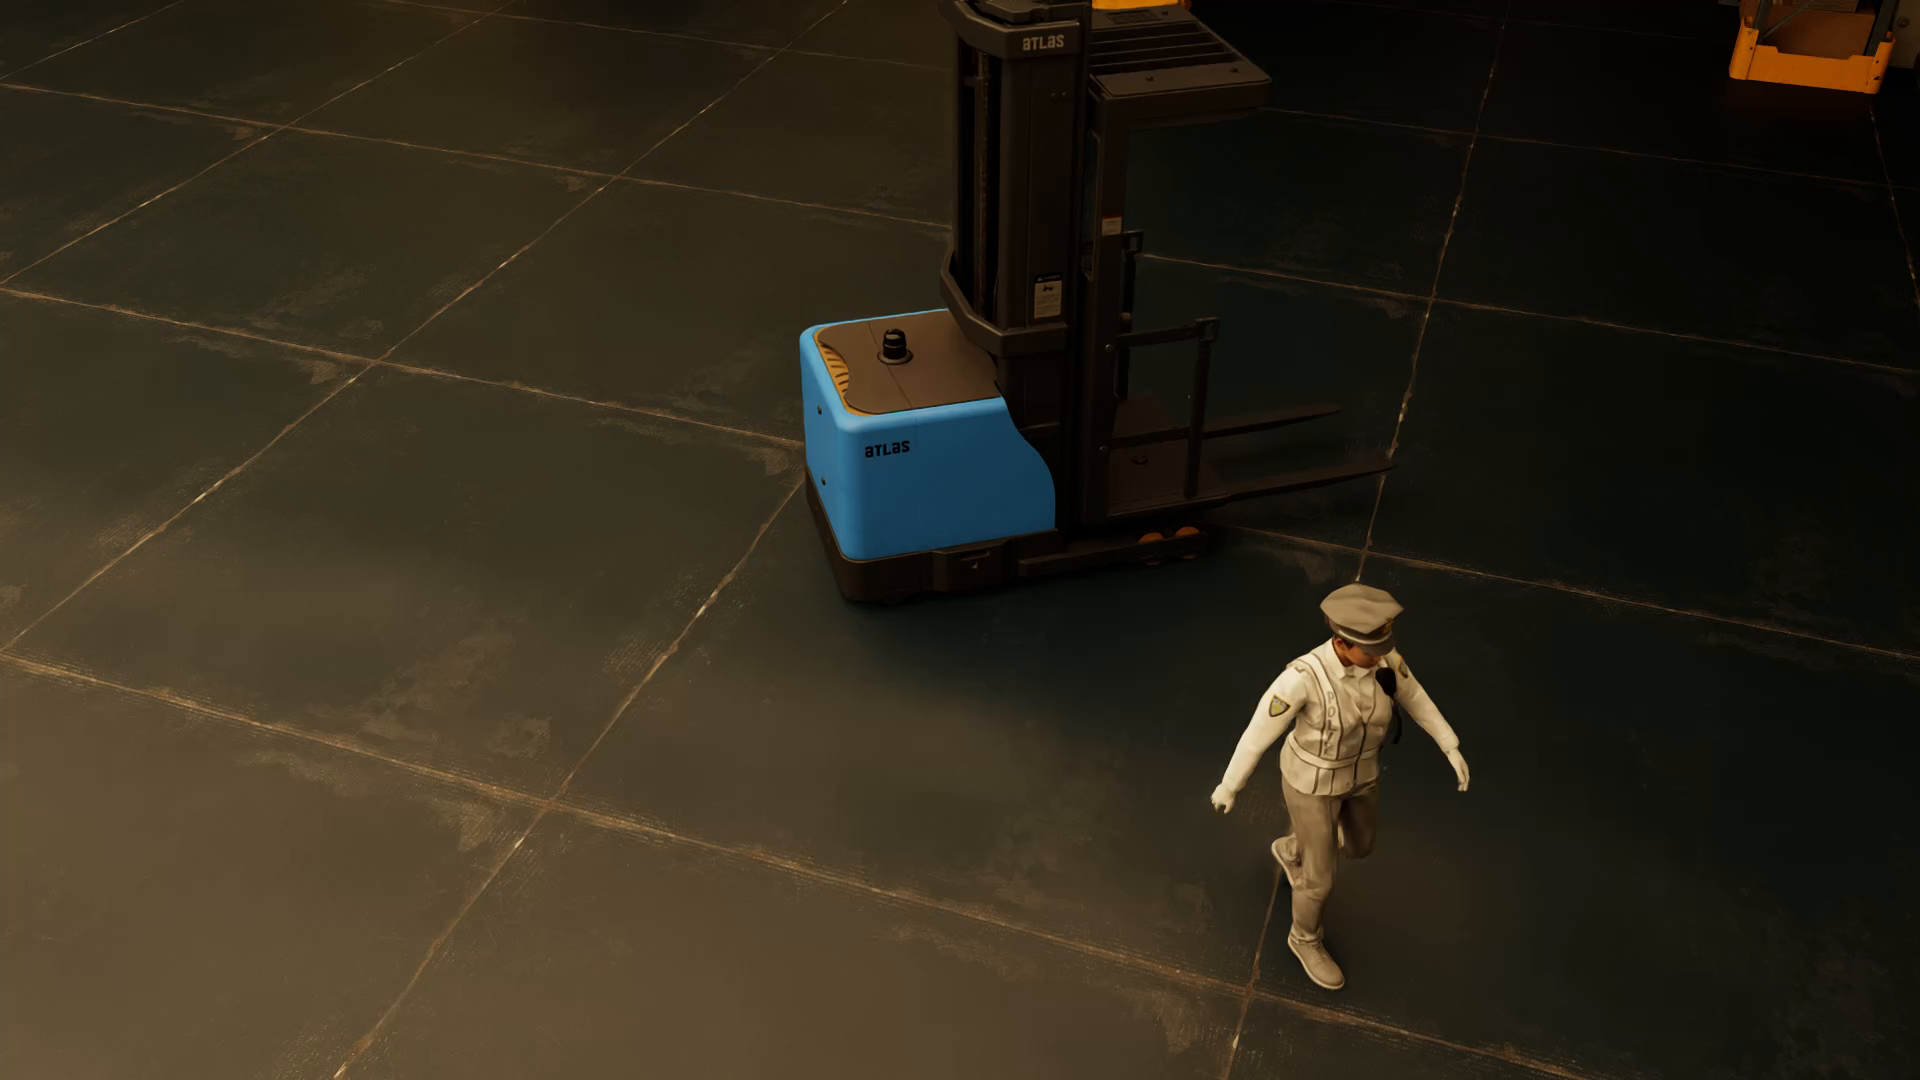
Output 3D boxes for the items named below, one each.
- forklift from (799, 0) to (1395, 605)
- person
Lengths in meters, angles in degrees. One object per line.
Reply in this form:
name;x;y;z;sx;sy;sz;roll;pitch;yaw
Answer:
forklift;0.761;-1.352;8.018;3.031;2.935;1.130;-9;36;-13
person;1.332;0.865;6.009;0.787;1.652;0.653;-19;40;-25
